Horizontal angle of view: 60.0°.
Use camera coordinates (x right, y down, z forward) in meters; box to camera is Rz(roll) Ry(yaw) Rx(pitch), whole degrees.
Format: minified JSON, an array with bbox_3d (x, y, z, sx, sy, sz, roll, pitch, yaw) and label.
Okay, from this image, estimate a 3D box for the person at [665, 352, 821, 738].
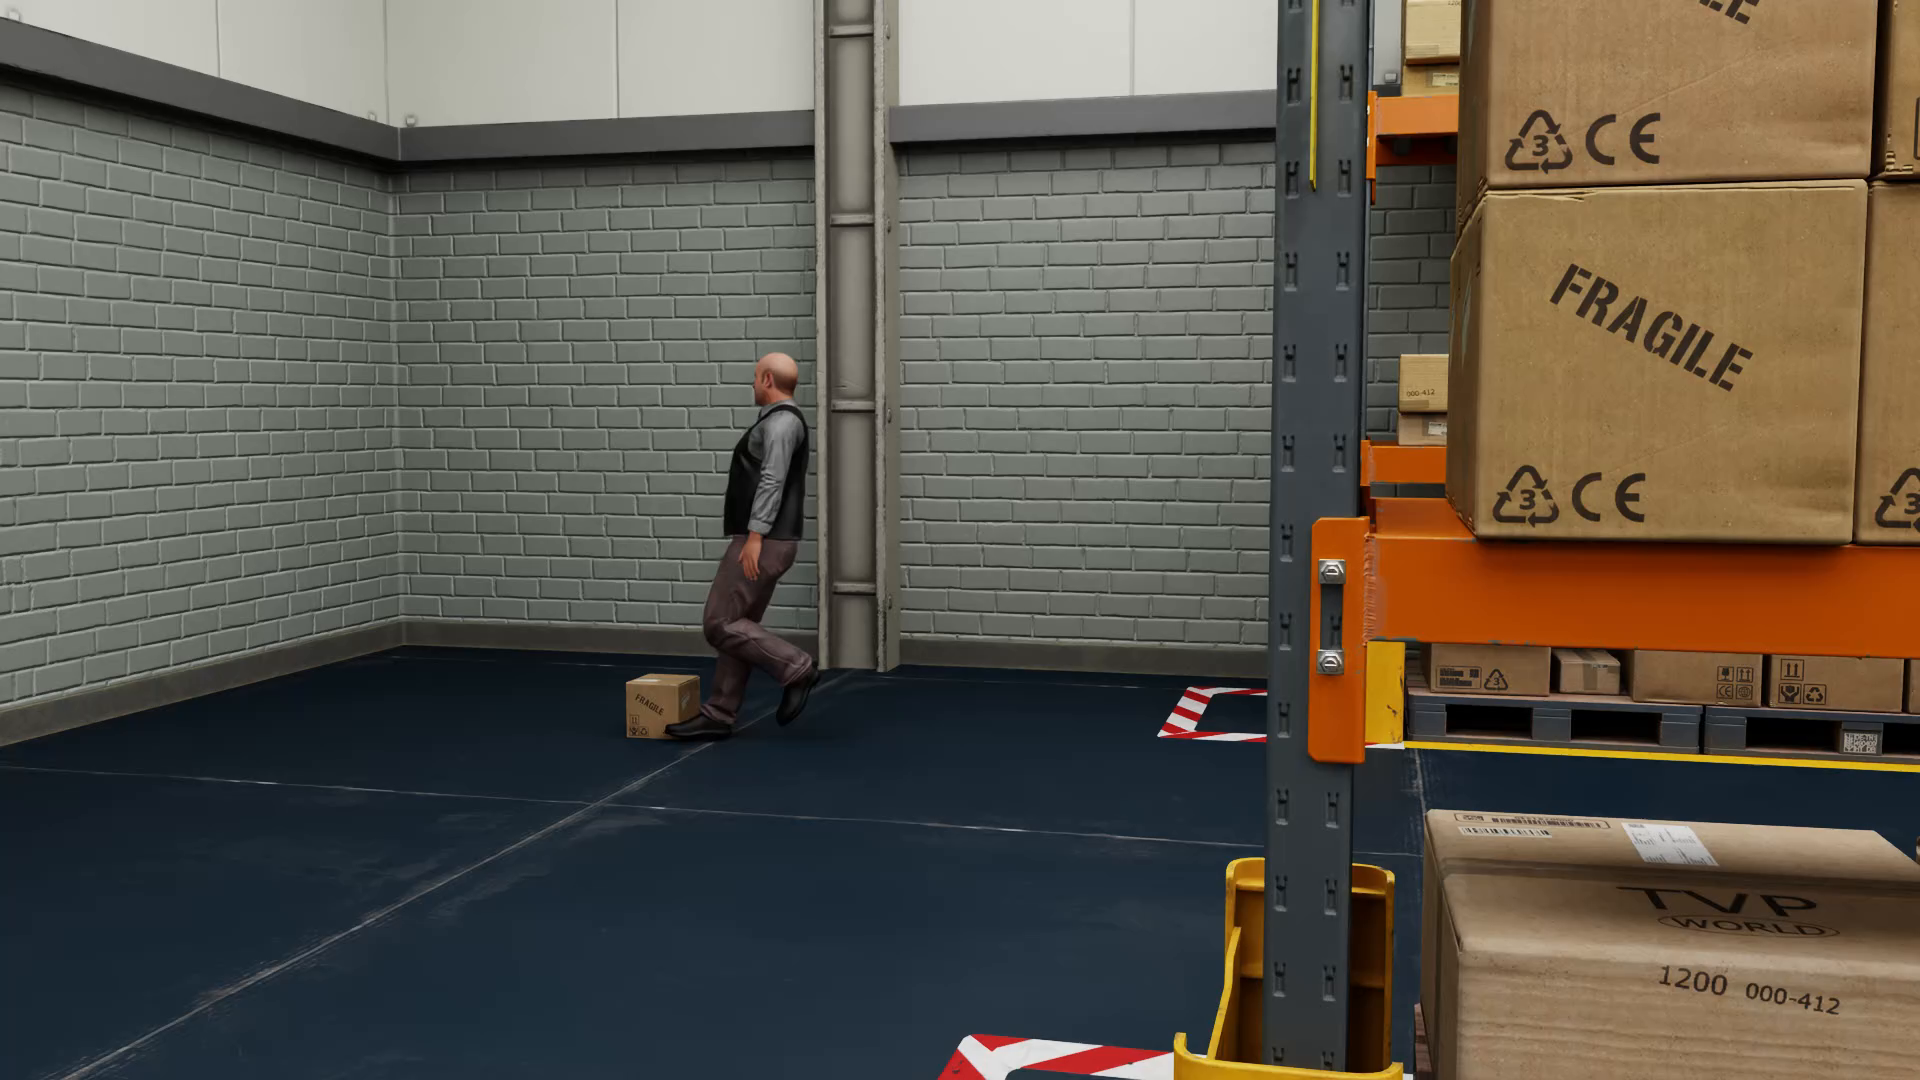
[{"bbox_3d":[-0.976,0.026,7.328,0.675,1.699,0.603,0,5,-2],"label":"person"}]
